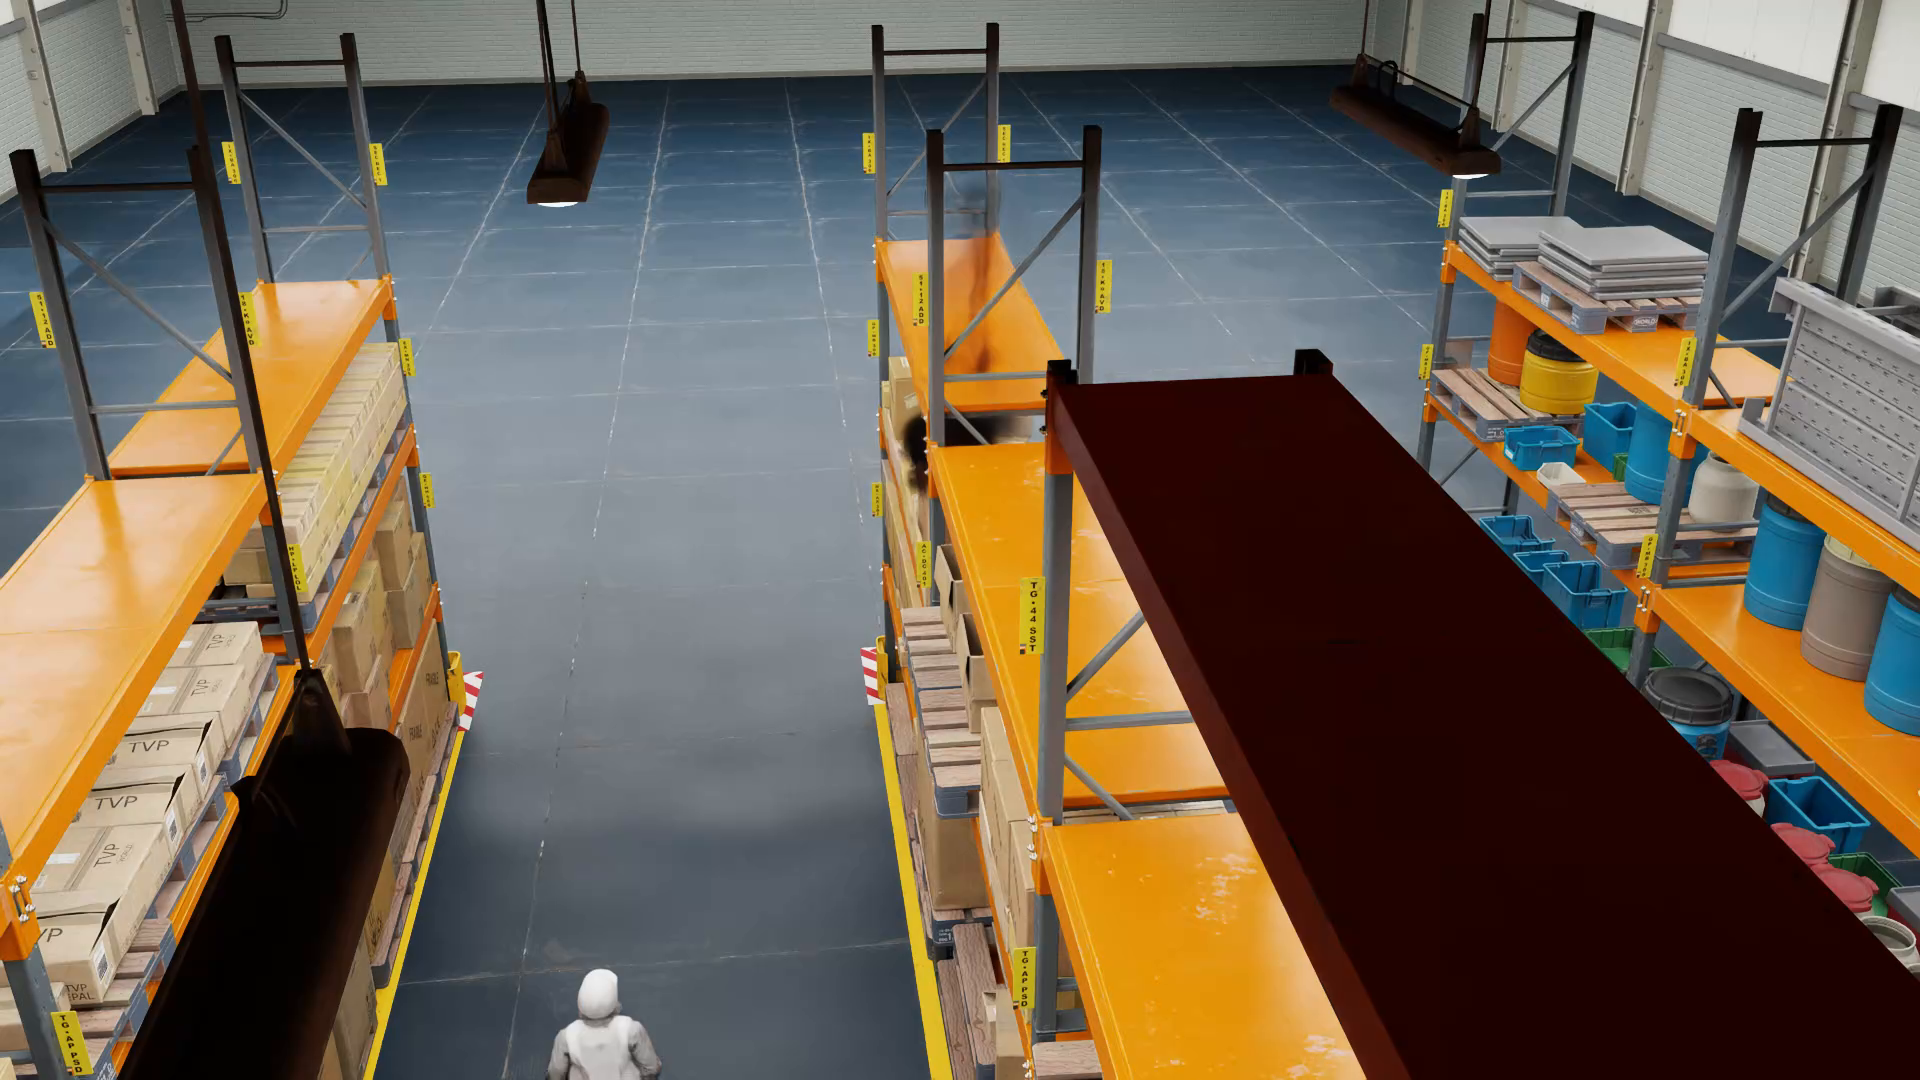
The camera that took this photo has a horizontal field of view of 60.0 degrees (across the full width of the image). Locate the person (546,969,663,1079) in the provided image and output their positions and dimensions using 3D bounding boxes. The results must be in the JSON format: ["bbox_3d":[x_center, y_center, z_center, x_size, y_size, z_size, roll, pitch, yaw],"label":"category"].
[{"bbox_3d":[-2.060,3.236,9.716,0.651,1.743,0.607,-6,26,-13],"label":"person"}]
